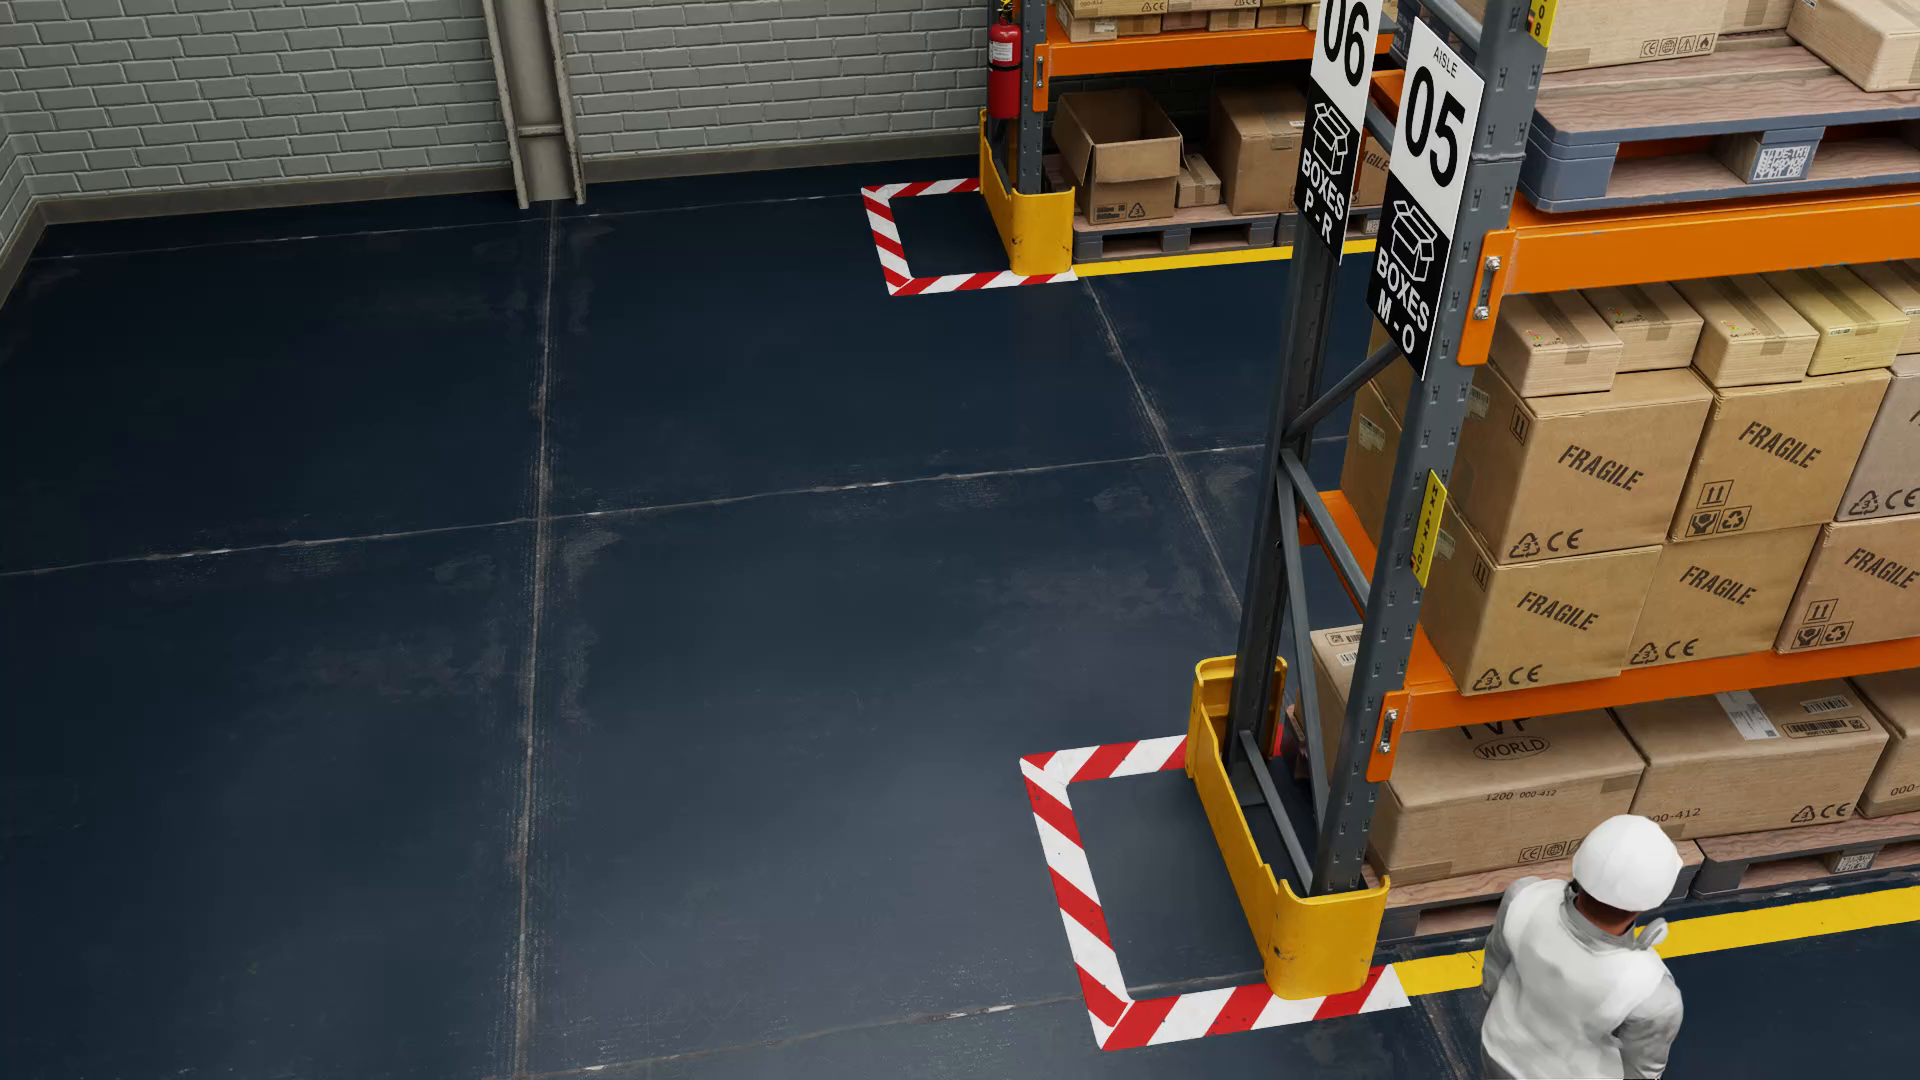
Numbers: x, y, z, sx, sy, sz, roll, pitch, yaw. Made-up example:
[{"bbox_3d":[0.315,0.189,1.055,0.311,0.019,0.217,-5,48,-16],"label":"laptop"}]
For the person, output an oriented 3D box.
[{"bbox_3d":[1.586,1.367,4.417,0.359,1.768,0.533,-24,44,-27],"label":"person"}]
